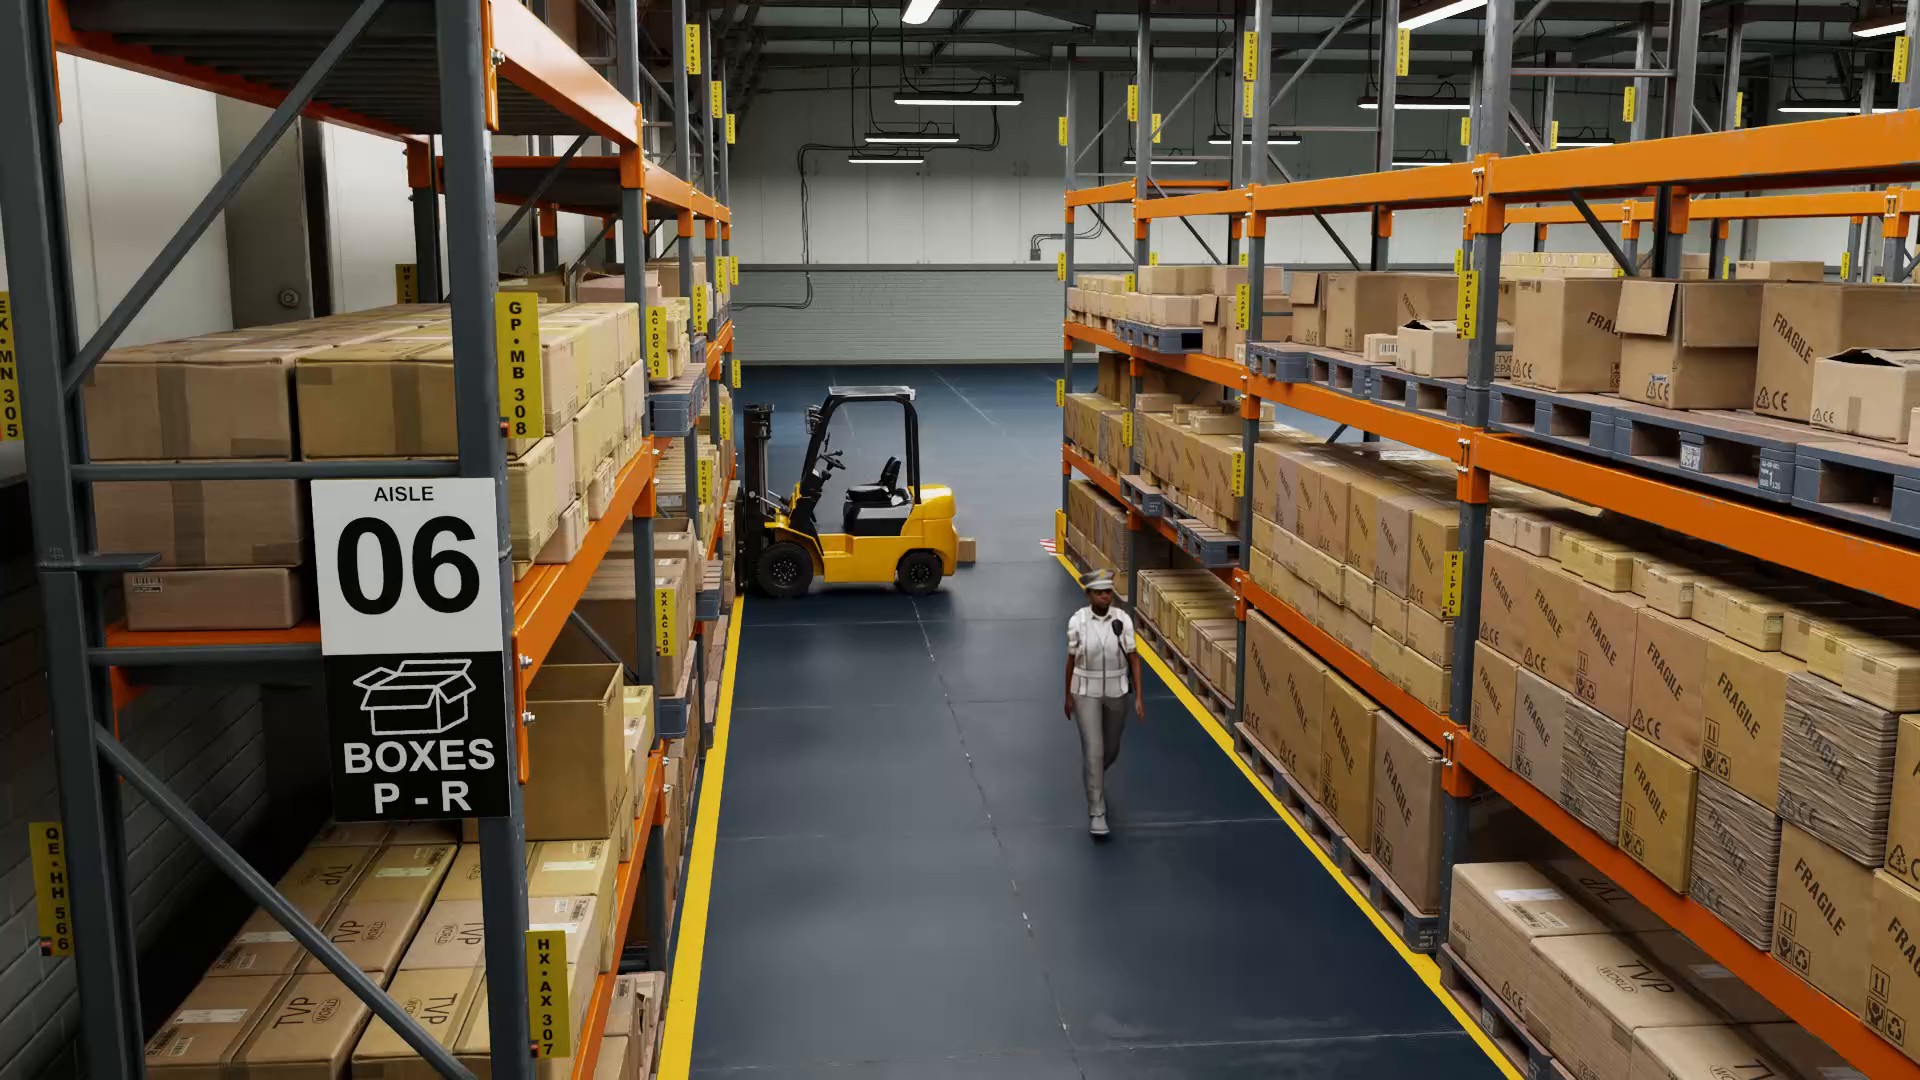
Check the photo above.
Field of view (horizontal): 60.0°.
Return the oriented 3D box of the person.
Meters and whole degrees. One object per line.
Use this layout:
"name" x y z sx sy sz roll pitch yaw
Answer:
"person" 0.934 0.986 10.759 0.476 1.649 0.953 -1 10 -7
